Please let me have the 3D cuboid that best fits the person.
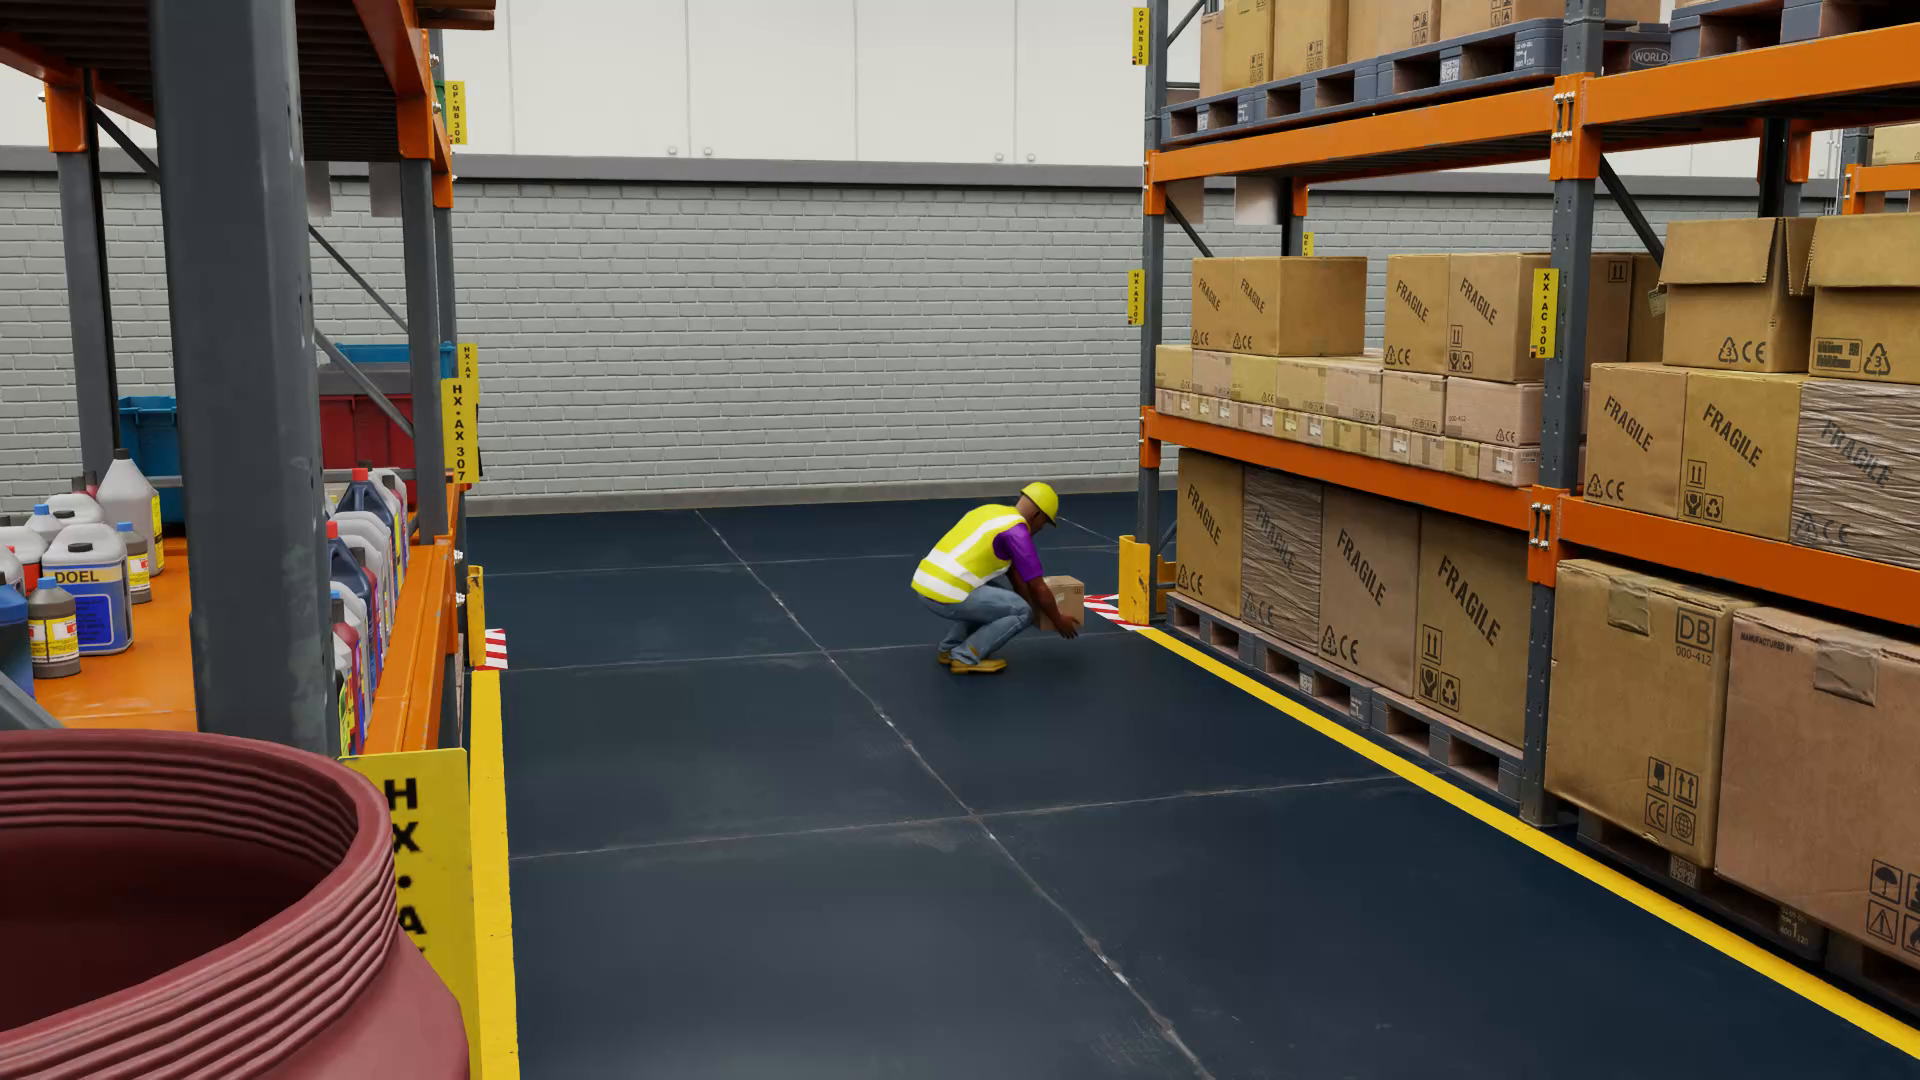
[{"bbox_3d":[0.184,0.193,9.052,0.898,0.993,0.586,-3,10,-16],"label":"person"}]
